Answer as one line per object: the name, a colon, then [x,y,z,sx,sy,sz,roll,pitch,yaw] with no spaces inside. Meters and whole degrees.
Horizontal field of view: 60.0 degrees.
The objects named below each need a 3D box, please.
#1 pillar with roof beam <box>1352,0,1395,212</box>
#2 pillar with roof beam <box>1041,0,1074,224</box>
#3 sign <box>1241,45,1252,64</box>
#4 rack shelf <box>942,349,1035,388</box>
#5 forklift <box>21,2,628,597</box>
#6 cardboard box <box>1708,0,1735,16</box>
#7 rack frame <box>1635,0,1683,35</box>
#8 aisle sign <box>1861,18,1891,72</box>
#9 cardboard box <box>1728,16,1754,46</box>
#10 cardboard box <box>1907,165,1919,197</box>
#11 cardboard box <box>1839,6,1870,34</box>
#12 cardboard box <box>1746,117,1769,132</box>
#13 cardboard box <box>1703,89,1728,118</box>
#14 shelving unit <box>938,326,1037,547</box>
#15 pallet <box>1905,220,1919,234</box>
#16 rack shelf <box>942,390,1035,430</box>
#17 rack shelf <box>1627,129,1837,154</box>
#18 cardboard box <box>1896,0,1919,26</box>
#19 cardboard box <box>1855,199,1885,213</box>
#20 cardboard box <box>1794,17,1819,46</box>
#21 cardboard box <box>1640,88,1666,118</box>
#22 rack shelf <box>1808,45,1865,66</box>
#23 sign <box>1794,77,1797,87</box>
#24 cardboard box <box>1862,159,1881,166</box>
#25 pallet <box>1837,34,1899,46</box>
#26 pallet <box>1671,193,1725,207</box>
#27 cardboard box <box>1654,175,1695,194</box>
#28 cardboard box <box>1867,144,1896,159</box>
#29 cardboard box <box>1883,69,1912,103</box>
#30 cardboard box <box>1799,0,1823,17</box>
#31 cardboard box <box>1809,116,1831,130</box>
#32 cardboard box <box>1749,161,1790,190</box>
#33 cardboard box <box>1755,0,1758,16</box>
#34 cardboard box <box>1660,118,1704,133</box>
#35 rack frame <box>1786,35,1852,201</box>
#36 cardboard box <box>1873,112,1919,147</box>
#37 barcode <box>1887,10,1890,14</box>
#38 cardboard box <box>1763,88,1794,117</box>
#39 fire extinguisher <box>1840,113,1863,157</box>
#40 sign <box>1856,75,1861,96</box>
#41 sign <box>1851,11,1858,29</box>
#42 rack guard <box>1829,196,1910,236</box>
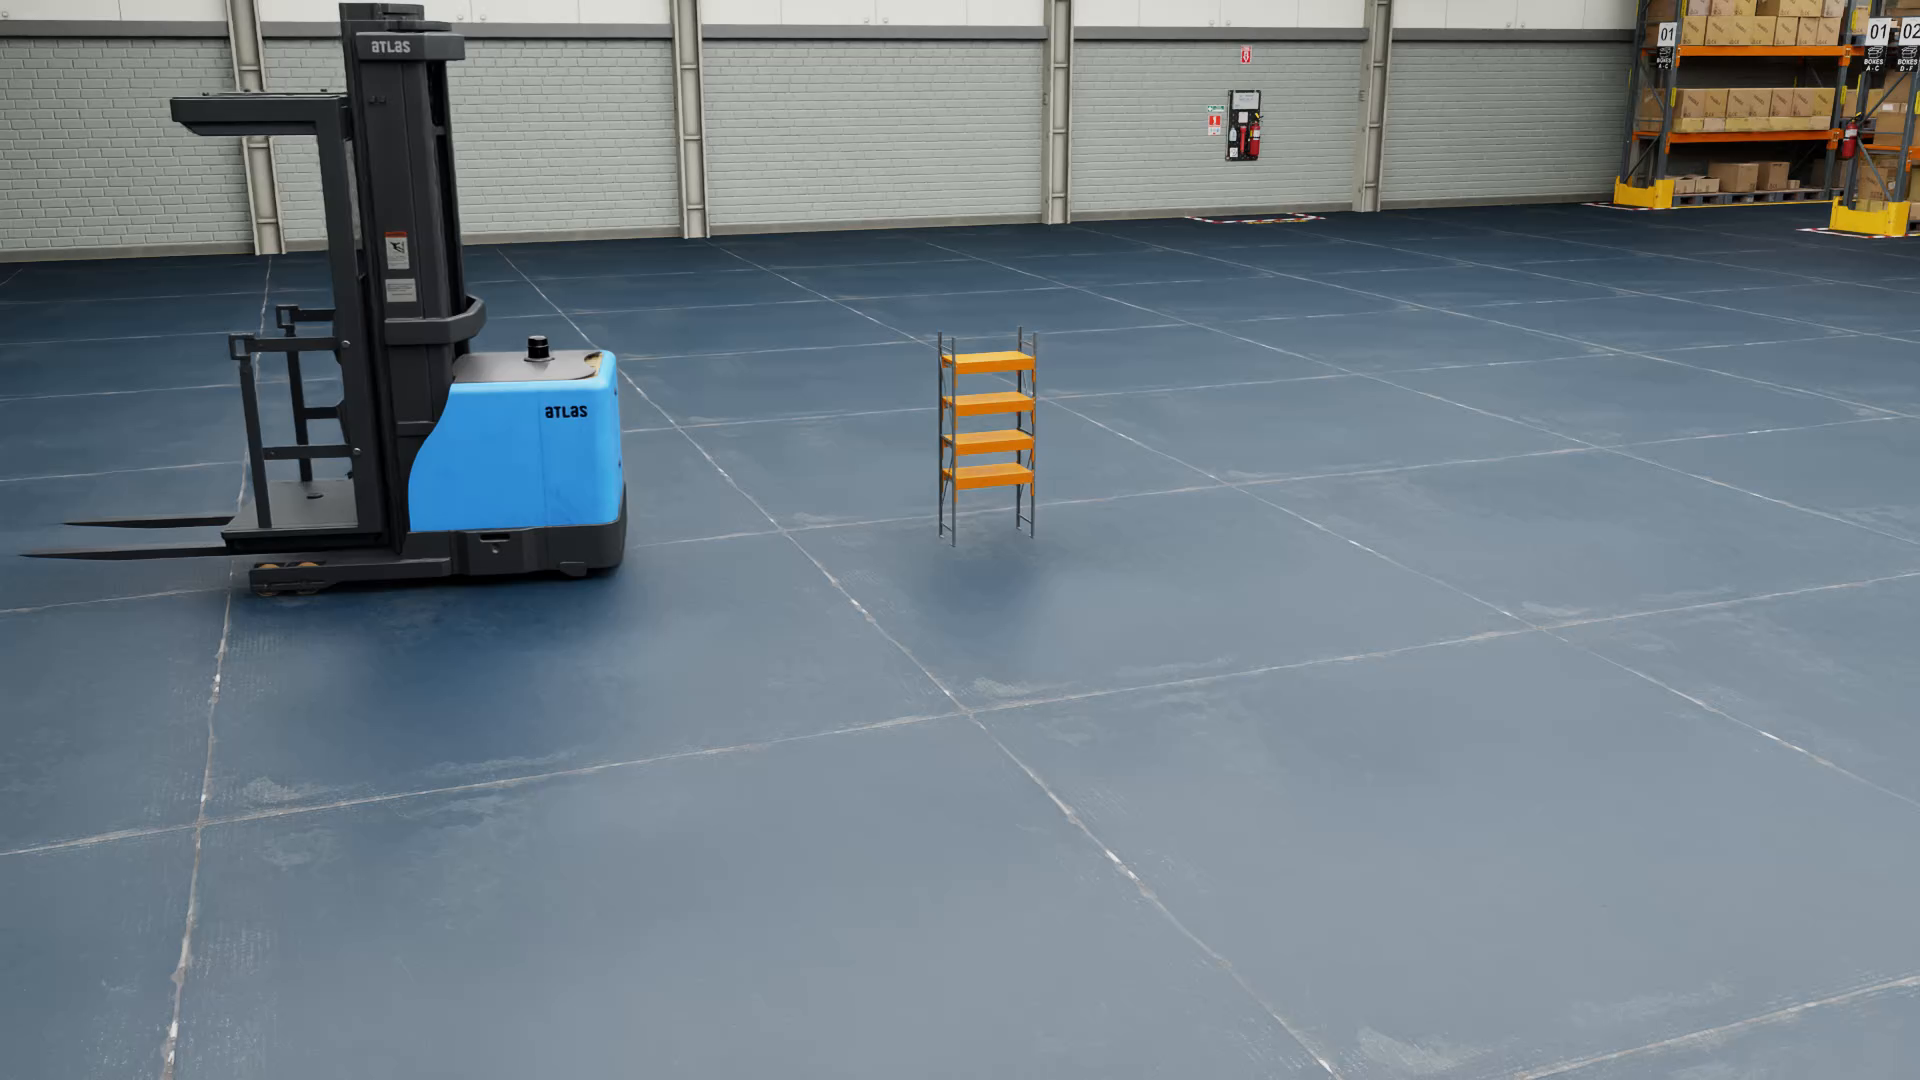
pillar with roof beam: [8.716,-9.008,24.301,0.400,9.000,9.100,-6,17,-20]
pillar with roof beam: [3.113,-8.403,22.241,0.400,9.000,9.100,-6,17,-20]
sign: [4.811,-8.160,27.949,0.199,0.298,0.001,-6,17,-20]
rack shelf: [0.155,-0.969,9.375,0.480,0.148,0.258,-6,17,-20]
forklift: [-3.381,-1.274,8.733,3.031,2.935,1.130,-3,17,-9]
cardboard box: [13.367,-9.557,29.509,0.500,0.500,0.500,-6,18,-21]
rack frame: [12.434,-10.447,29.203,0.127,3.000,1.000,-6,17,-20]
aisle sign: [14.043,-7.584,25.485,0.004,0.787,0.394,-6,17,-20]
cardboard box: [13.833,-9.132,29.834,0.500,0.500,0.500,-5,17,-18]
cardboard box: [15.533,-5.745,26.641,0.500,0.500,0.500,-6,17,-20]
cardboard box: [16.708,-9.695,31.042,0.500,0.500,0.500,-4,17,-12]
cardboard box: [14.433,-7.628,30.482,0.500,0.250,0.500,-6,17,-20]
cardboard box: [13.452,-7.882,30.016,0.500,0.500,0.500,-6,17,-20]
shelving unit: [0.155,-0.592,9.486,0.503,1.200,0.258,-6,17,-20]
pallet: [14.909,-5.016,26.304,1.213,0.211,1.003,-6,17,-20]
rack shelf: [0.155,-0.742,9.442,0.480,0.148,0.258,-6,17,-20]
rack shelf: [14.301,-7.425,30.836,4.000,0.370,1.077,-6,17,-20]
cardboard box: [14.748,-8.080,25.289,0.637,0.503,0.797,-5,17,-16]
cardboard box: [14.605,-5.280,26.388,0.500,0.250,0.500,-6,17,-20]
cardboard box: [15.309,-9.305,30.425,0.500,0.500,0.500,-8,18,-25]
cardboard box: [12.798,-7.970,30.313,0.500,0.500,0.500,-6,18,-21]
rack shelf: [18.037,-9.268,31.787,4.000,0.370,1.077,-6,17,-20]
sign: [15.967,-8.673,31.754,0.005,0.325,0.100,-6,17,-20]
cardboard box: [17.315,-7.128,32.202,0.500,0.500,0.700,-7,18,-21]
pallet: [16.784,-9.355,31.142,1.003,0.211,1.213,-6,17,-20]
pallet: [13.276,-6.311,30.714,1.213,0.211,1.003,-6,17,-20]
cardboard box: [13.112,-6.536,30.522,0.500,0.311,0.500,-8,18,-26]
cardboard box: [17.745,-7.521,32.210,0.500,0.250,0.500,-7,18,-22]
cardboard box: [14.700,-6.985,25.581,0.500,0.500,0.700,-6,17,-20]
cardboard box: [15.287,-9.768,30.227,0.500,0.500,0.500,-5,17,-17]
cardboard box: [15.835,-7.782,31.006,0.500,0.250,0.500,-6,17,-20]
cardboard box: [15.214,-6.868,31.319,0.500,0.500,0.500,-8,18,-24]
cardboard box: [14.189,-9.808,30.363,0.500,0.500,0.500,-6,17,-20]
cardboard box: [13.003,-7.472,29.949,0.500,0.250,0.500,-7,18,-22]
rack frame: [16.169,-7.972,31.421,0.127,3.000,1.000,-6,17,-20]
cardboard box: [14.650,-6.357,25.746,0.500,0.500,0.700,-6,17,-20]
barcode: [14.319,-8.141,25.642,0.075,0.075,0.001,-6,17,-20]
cardboard box: [14.900,-8.041,30.555,0.500,0.500,0.500,-7,18,-22]
fire extinguisher: [13.933,-6.339,25.998,0.183,0.674,0.296,-6,17,-20]
sign: [14.029,-7.079,25.906,0.005,0.325,0.100,-6,17,-20]
sign: [16.370,-9.517,30.442,0.005,0.325,0.100,-6,17,-20]
rack guard: [14.187,-5.064,25.955,0.348,0.500,1.175,-6,17,-20]
